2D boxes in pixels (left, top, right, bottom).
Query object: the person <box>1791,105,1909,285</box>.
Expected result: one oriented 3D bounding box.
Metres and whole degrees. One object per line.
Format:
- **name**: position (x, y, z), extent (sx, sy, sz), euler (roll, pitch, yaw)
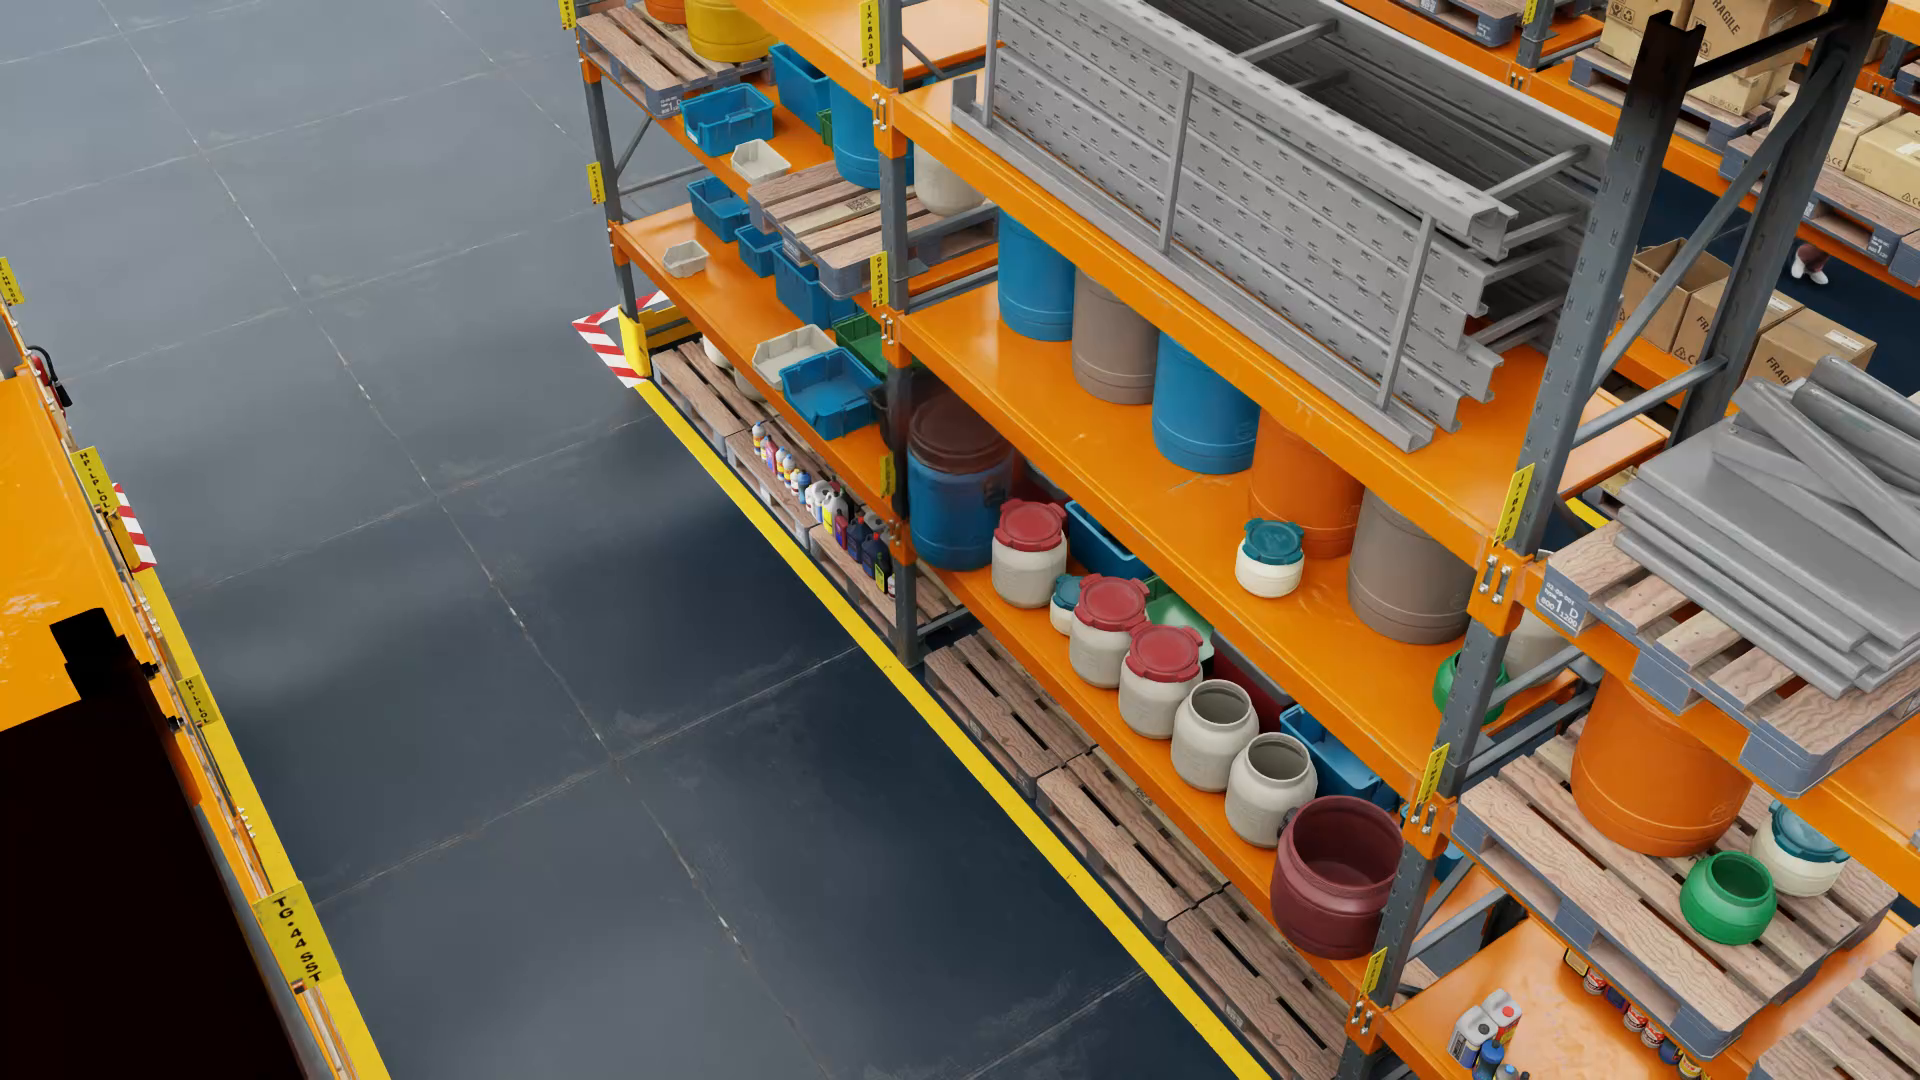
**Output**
- **person**: position (7.294, -2.817, 13.583), extent (0.503, 1.657, 0.456), euler (-14, 44, -14)
